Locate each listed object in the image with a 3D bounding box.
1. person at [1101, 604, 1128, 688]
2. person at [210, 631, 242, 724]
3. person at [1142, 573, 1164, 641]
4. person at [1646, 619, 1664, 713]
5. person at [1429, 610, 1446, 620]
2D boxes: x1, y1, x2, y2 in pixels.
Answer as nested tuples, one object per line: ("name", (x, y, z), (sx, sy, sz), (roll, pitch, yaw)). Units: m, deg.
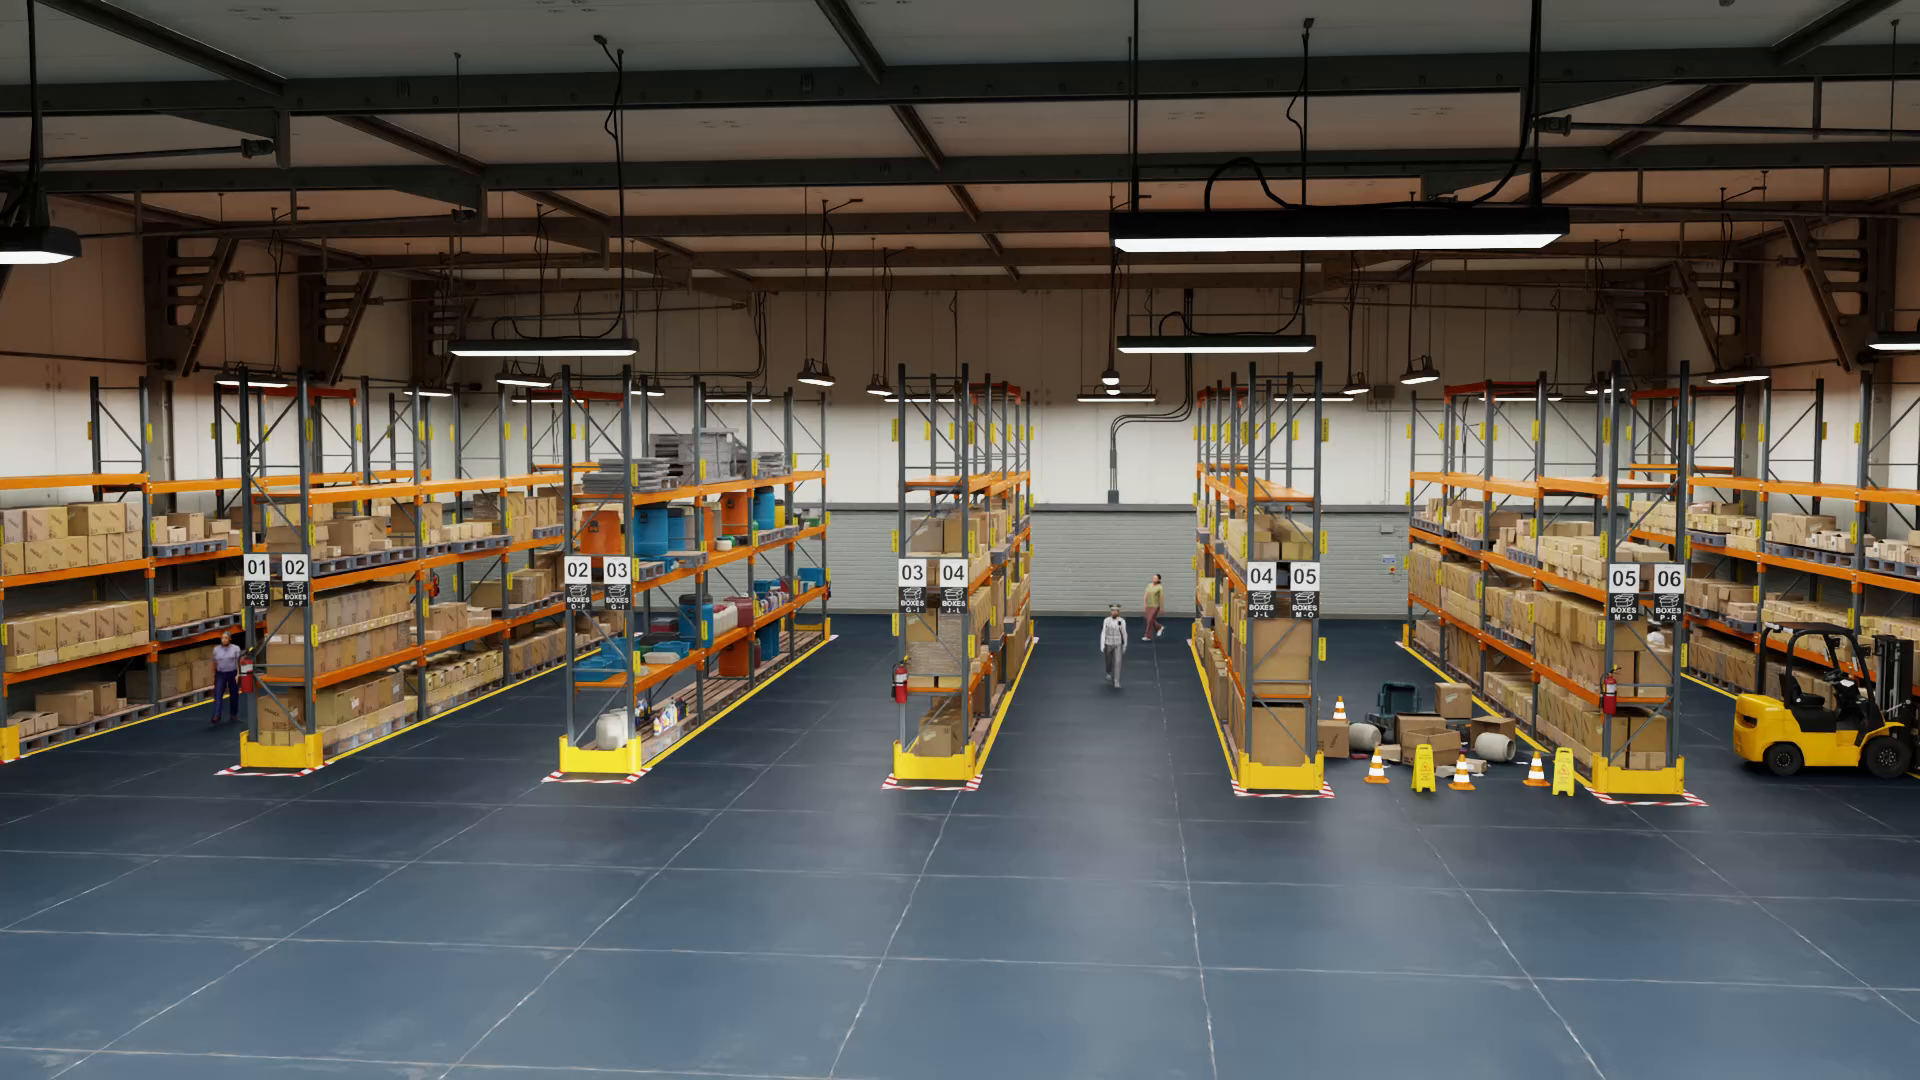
("person", (3.046, 2.059, 32.869), (0.527, 1.622, 1.049), (0, 4, 5))
("person", (-12.588, 2.362, 28.518), (0.529, 1.572, 1.053), (-2, 4, -24))
("person", (4.704, 1.606, 40.022), (0.690, 1.636, 0.466), (-3, 5, -40))
("person", (12.413, 2.277, 29.707), (0.445, 1.720, 0.505), (-1, 4, -10))
("person", (12.288, 1.397, 42.539), (0.463, 1.811, 0.576), (-1, 4, -20))
